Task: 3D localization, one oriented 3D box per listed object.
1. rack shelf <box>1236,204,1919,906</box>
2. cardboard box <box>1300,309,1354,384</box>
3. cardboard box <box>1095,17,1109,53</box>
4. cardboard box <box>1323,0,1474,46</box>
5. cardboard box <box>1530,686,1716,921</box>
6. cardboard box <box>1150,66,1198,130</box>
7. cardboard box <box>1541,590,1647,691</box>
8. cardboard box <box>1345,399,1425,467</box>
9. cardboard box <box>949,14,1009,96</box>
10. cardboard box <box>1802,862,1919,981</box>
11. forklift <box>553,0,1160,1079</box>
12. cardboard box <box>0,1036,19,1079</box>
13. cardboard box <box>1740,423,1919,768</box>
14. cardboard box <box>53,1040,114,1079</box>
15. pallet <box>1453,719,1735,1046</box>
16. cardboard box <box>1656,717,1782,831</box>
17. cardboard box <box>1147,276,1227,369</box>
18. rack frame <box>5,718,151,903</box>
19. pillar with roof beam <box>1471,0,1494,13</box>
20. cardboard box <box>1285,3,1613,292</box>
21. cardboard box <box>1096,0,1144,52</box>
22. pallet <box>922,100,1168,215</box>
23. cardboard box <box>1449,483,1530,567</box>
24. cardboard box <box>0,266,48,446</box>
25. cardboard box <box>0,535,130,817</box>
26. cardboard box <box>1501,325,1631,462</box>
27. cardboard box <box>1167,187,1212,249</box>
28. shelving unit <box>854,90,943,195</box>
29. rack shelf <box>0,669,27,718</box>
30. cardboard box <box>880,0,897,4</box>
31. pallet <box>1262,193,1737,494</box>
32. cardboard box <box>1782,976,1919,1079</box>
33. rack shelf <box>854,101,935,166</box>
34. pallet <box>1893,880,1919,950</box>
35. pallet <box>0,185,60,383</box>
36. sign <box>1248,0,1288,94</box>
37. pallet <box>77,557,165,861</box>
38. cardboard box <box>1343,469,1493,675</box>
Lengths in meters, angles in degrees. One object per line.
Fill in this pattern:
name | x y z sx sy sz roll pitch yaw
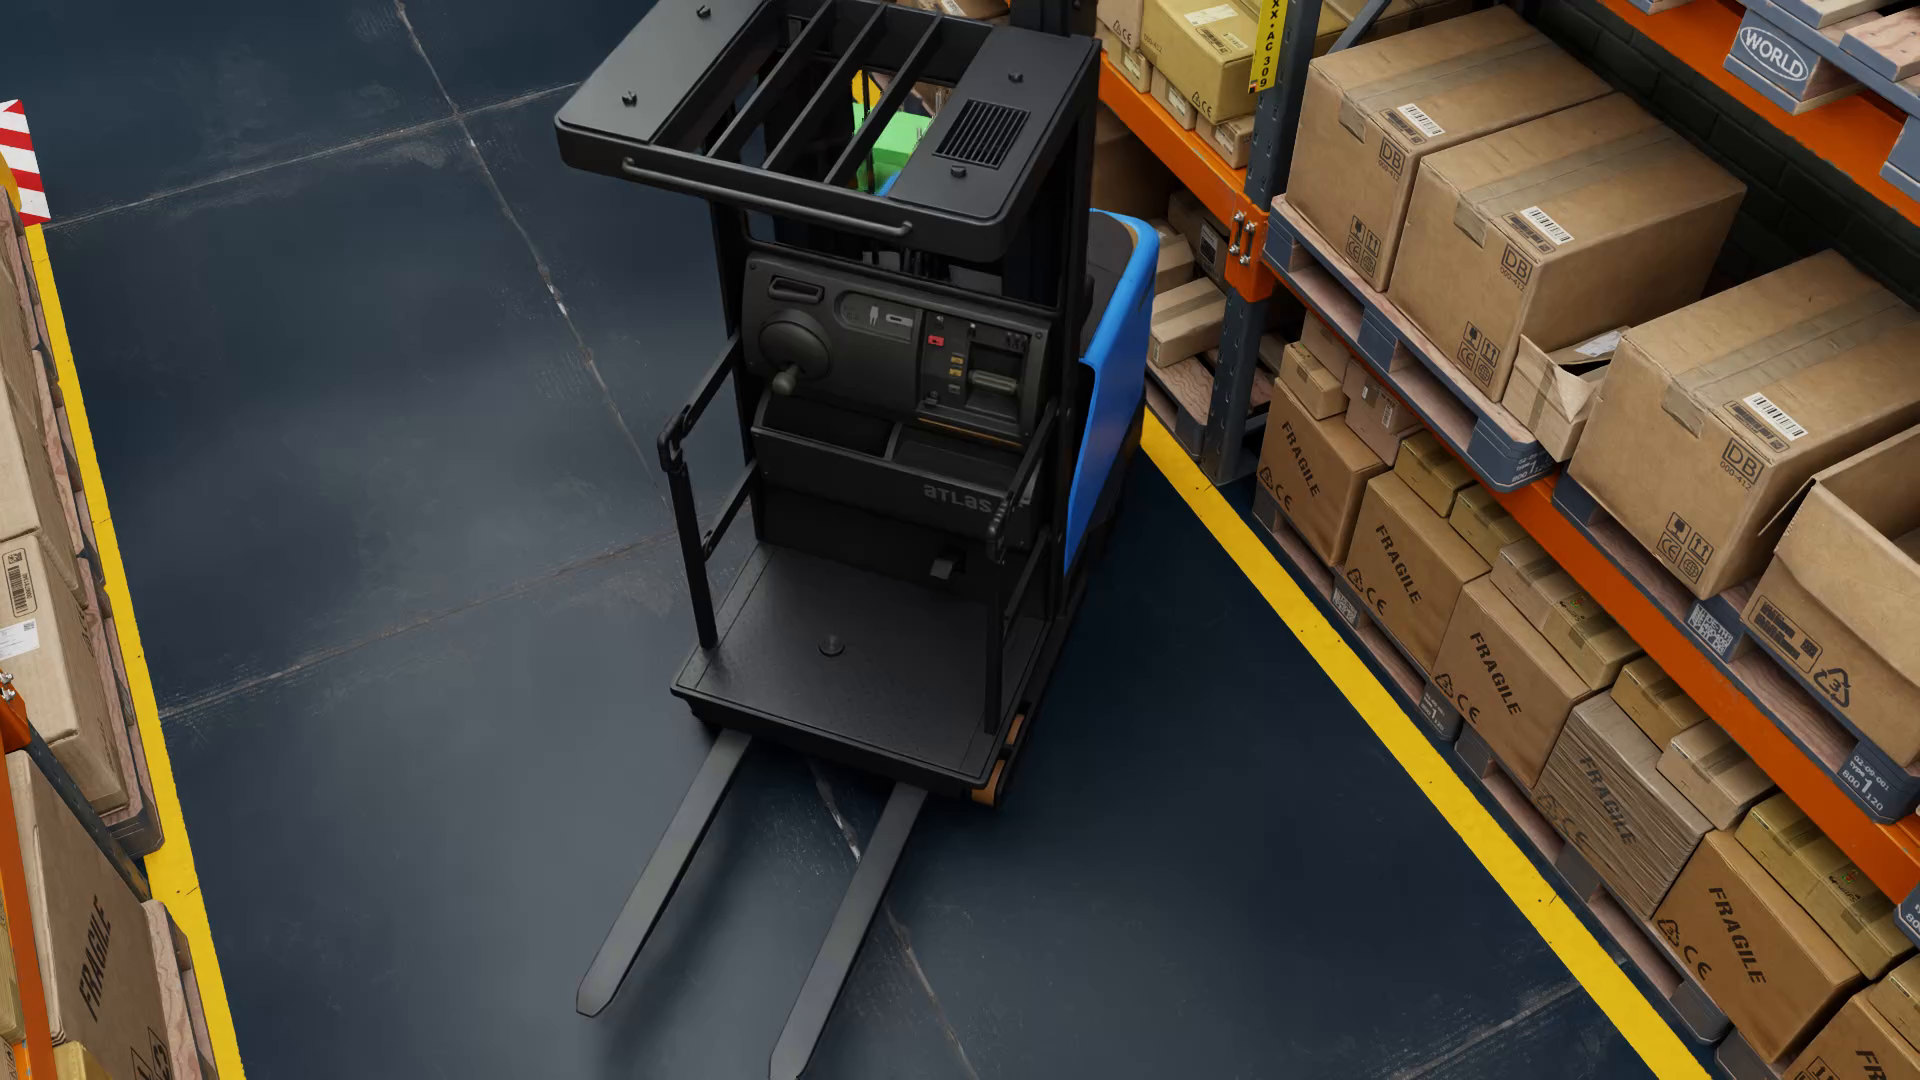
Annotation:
rack shelf | 2.322 0.177 4.580 1.077 0.370 4.000 -21 52 -18
cardboard box | 1.388 -0.714 5.635 0.380 0.149 0.250 -22 52 -18
cardboard box | 0.661 -1.959 6.138 0.380 0.149 0.250 -20 52 -17
cardboard box | 1.420 -1.871 5.796 0.500 0.250 0.500 -22 52 -18
cardboard box | 2.137 0.725 5.004 0.500 0.500 0.500 -23 53 -19
cardboard box | 0.898 -1.609 5.831 0.380 0.149 0.250 -20 52 -17
cardboard box | 1.987 0.257 4.983 0.380 0.149 0.250 -19 52 -16
cardboard box | 1.530 -0.437 5.590 0.380 0.149 0.250 -22 53 -19
cardboard box | 0.281 -1.975 7.366 0.500 0.500 0.500 -20 52 -17
cardboard box | 2.472 0.951 4.376 0.380 0.149 0.250 -20 52 -16
forklift | -0.271 -0.450 4.697 1.130 2.935 3.031 15 51 13
cardboard box | -2.130 1.262 3.253 0.500 0.250 0.500 -22 53 -18
cardboard box | 2.326 0.078 3.842 0.797 0.503 0.637 -22 52 -18
cardboard box | -2.230 1.864 3.759 0.875 0.875 0.875 -20 52 -16
pallet | 2.375 0.869 5.350 1.003 0.211 1.213 -21 52 -18
cardboard box | 2.204 0.610 4.675 0.380 0.149 0.250 -23 53 -19
cardboard box | 0.891 -0.870 6.633 0.380 0.149 0.250 -23 53 -19
rack frame | -3.005 0.314 3.983 1.000 3.000 0.127 -21 52 -18
pillar with roof beam | -1.938 -2.667 2.604 9.100 9.000 0.400 -21 52 -18
cardboard box | 1.429 -1.169 4.934 0.700 0.500 0.500 -20 52 -17
cardboard box | 0.714 -2.034 5.938 0.500 0.250 0.500 -21 52 -17
pallet | 0.531 -1.758 7.647 1.003 0.211 1.213 -21 52 -18
cardboard box | 1.795 -0.090 5.287 0.380 0.149 0.250 -22 52 -18
cardboard box | -4.018 -0.641 6.241 0.875 0.438 0.875 -20 52 -17
cardboard box | -3.197 0.562 5.189 0.875 0.438 0.875 -22 52 -18
cardboard box | 1.701 -0.430 4.444 0.396 0.266 0.258 -19 51 -16
cardboard box | 1.116 -1.412 7.107 0.380 0.149 0.250 -22 52 -18
shelving unit | -0.340 -1.225 6.524 0.503 1.200 0.258 14 50 12
rack shelf | -3.920 -0.788 5.424 1.077 0.370 4.000 -21 52 -18
cardboard box | -0.228 -2.950 8.217 0.797 0.503 0.637 -23 53 -19
pallet | 1.675 -0.763 5.052 1.003 0.211 1.213 -21 52 -18
cardboard box | 2.633 1.416 4.400 0.500 0.500 0.500 -22 52 -18
rack shelf | -0.340 -1.499 6.211 0.480 0.148 0.258 14 50 12
pallet | 2.864 0.913 3.587 1.213 0.211 1.003 -21 52 -18
pallet | -4.400 -0.937 6.929 1.003 0.211 1.213 -21 52 -18
sign | 0.928 -1.491 4.986 0.100 0.325 0.005 -21 52 -18
pallet | -3.284 0.696 5.501 1.003 0.211 1.213 -21 52 -18
cardboard box | 1.680 0.041 5.603 0.500 0.500 0.500 -22 52 -18
